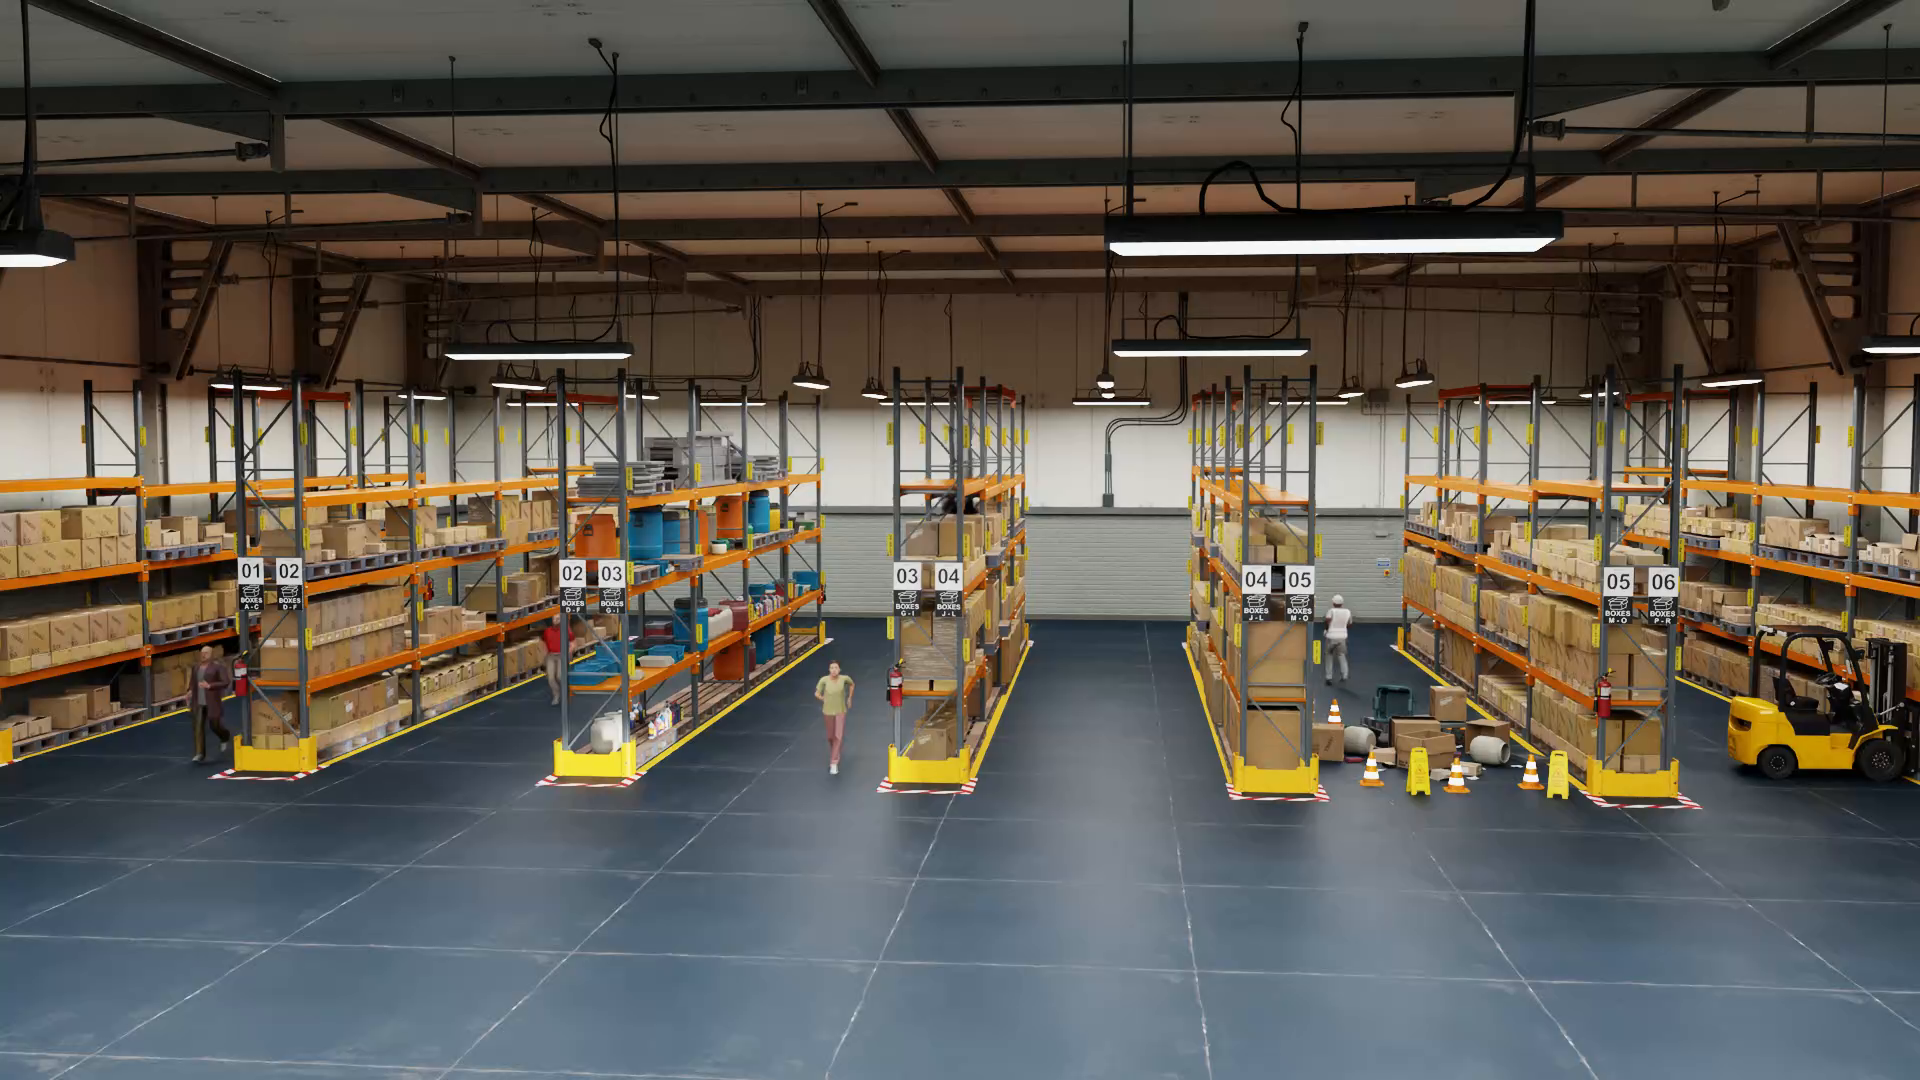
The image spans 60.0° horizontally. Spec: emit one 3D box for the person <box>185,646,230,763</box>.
[{"bbox_3d":[-11.629,2.518,25.666,0.719,1.754,1.020,0,4,2],"label":"person"}]

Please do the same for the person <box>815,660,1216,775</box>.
[{"bbox_3d":[1.299,2.430,28.281,7.029,1.675,7.297,0,4,-1],"label":"person"}]

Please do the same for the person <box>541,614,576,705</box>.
[{"bbox_3d":[-7.568,2.230,31.273,0.665,1.688,0.603,0,4,1],"label":"person"}]

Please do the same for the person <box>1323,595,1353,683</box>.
[{"bbox_3d":[7.601,2.023,33.480,0.666,1.835,0.876,0,4,-6],"label":"person"}]
